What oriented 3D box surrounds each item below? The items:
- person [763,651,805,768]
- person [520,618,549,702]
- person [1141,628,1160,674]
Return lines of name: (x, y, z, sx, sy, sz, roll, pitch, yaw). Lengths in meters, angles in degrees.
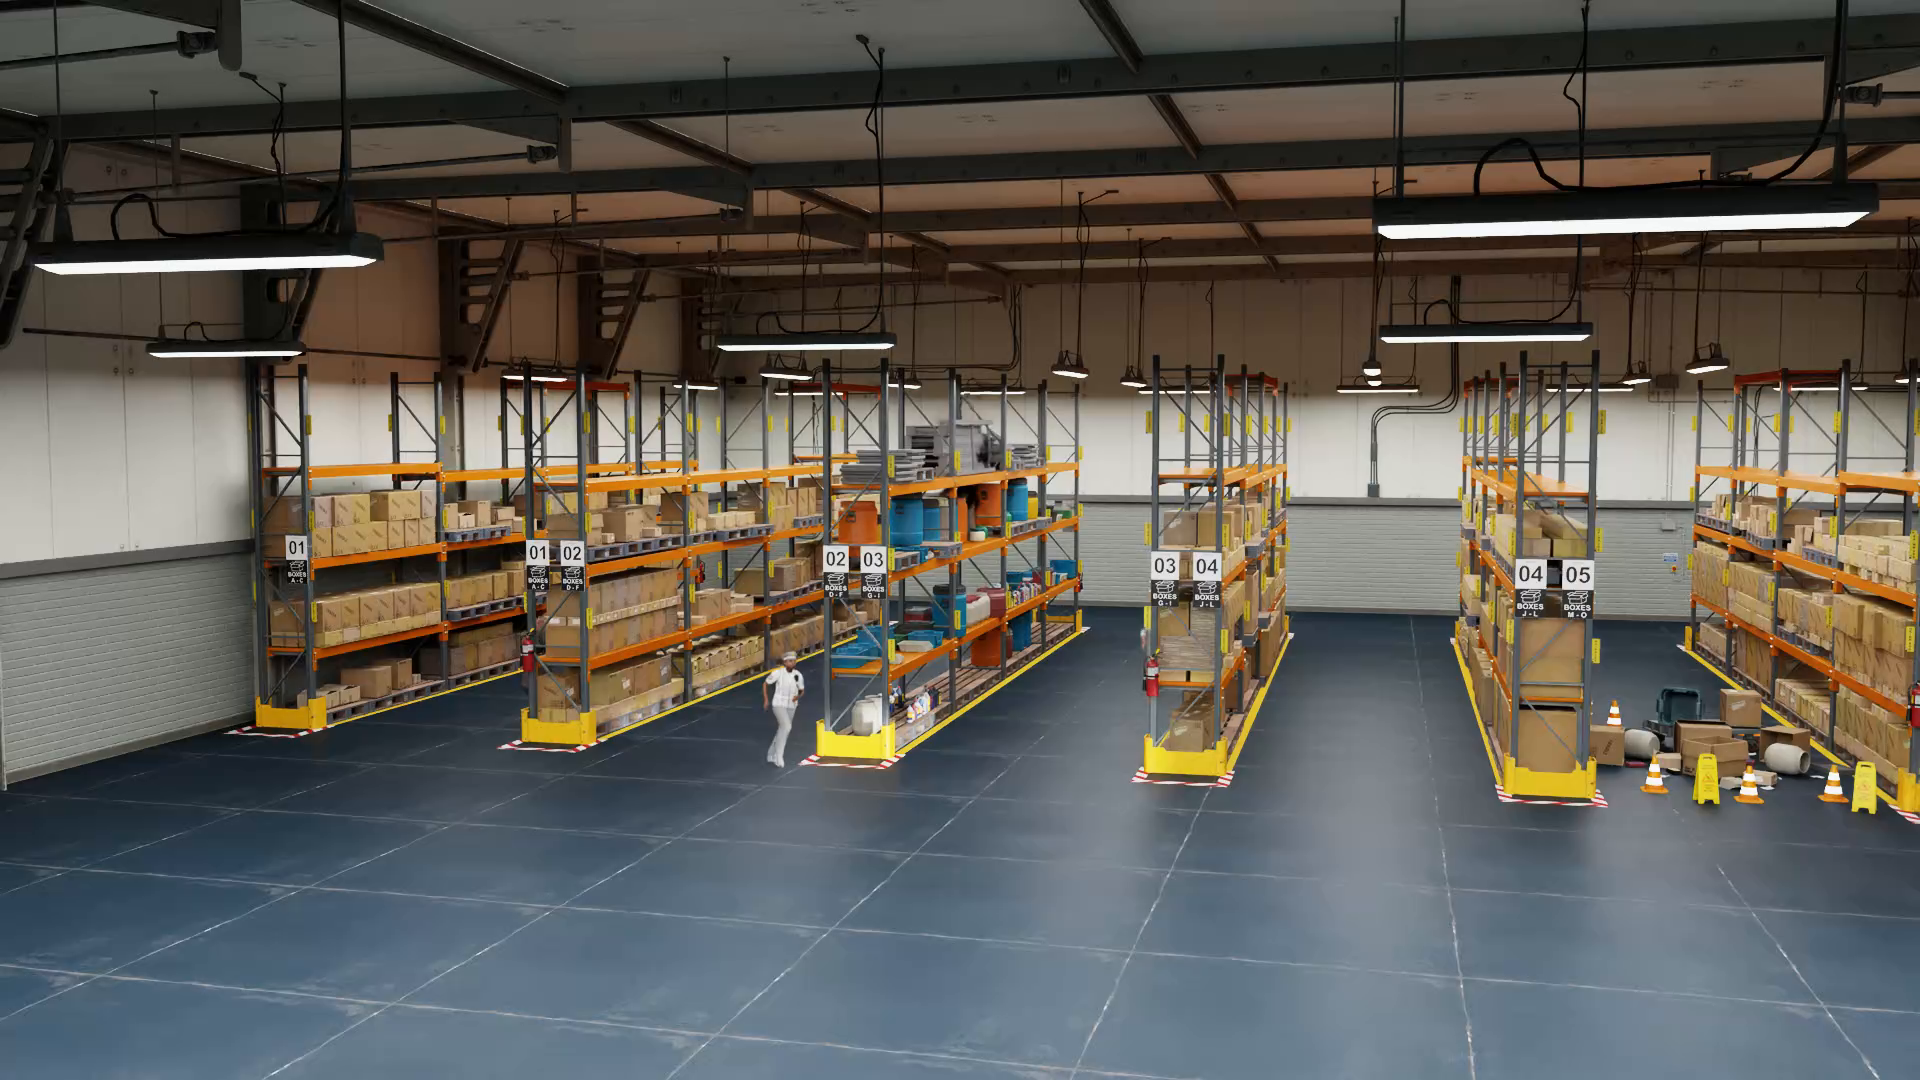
person: (-2.561, 2.472, 24.503, 0.571, 1.662, 0.667, -2, 5, -31)
person: (-7.311, 2.174, 28.590, 0.630, 1.677, 0.733, 1, 4, 8)
person: (3.626, 2.067, 30.956, 0.505, 1.597, 0.667, 0, 4, 5)
